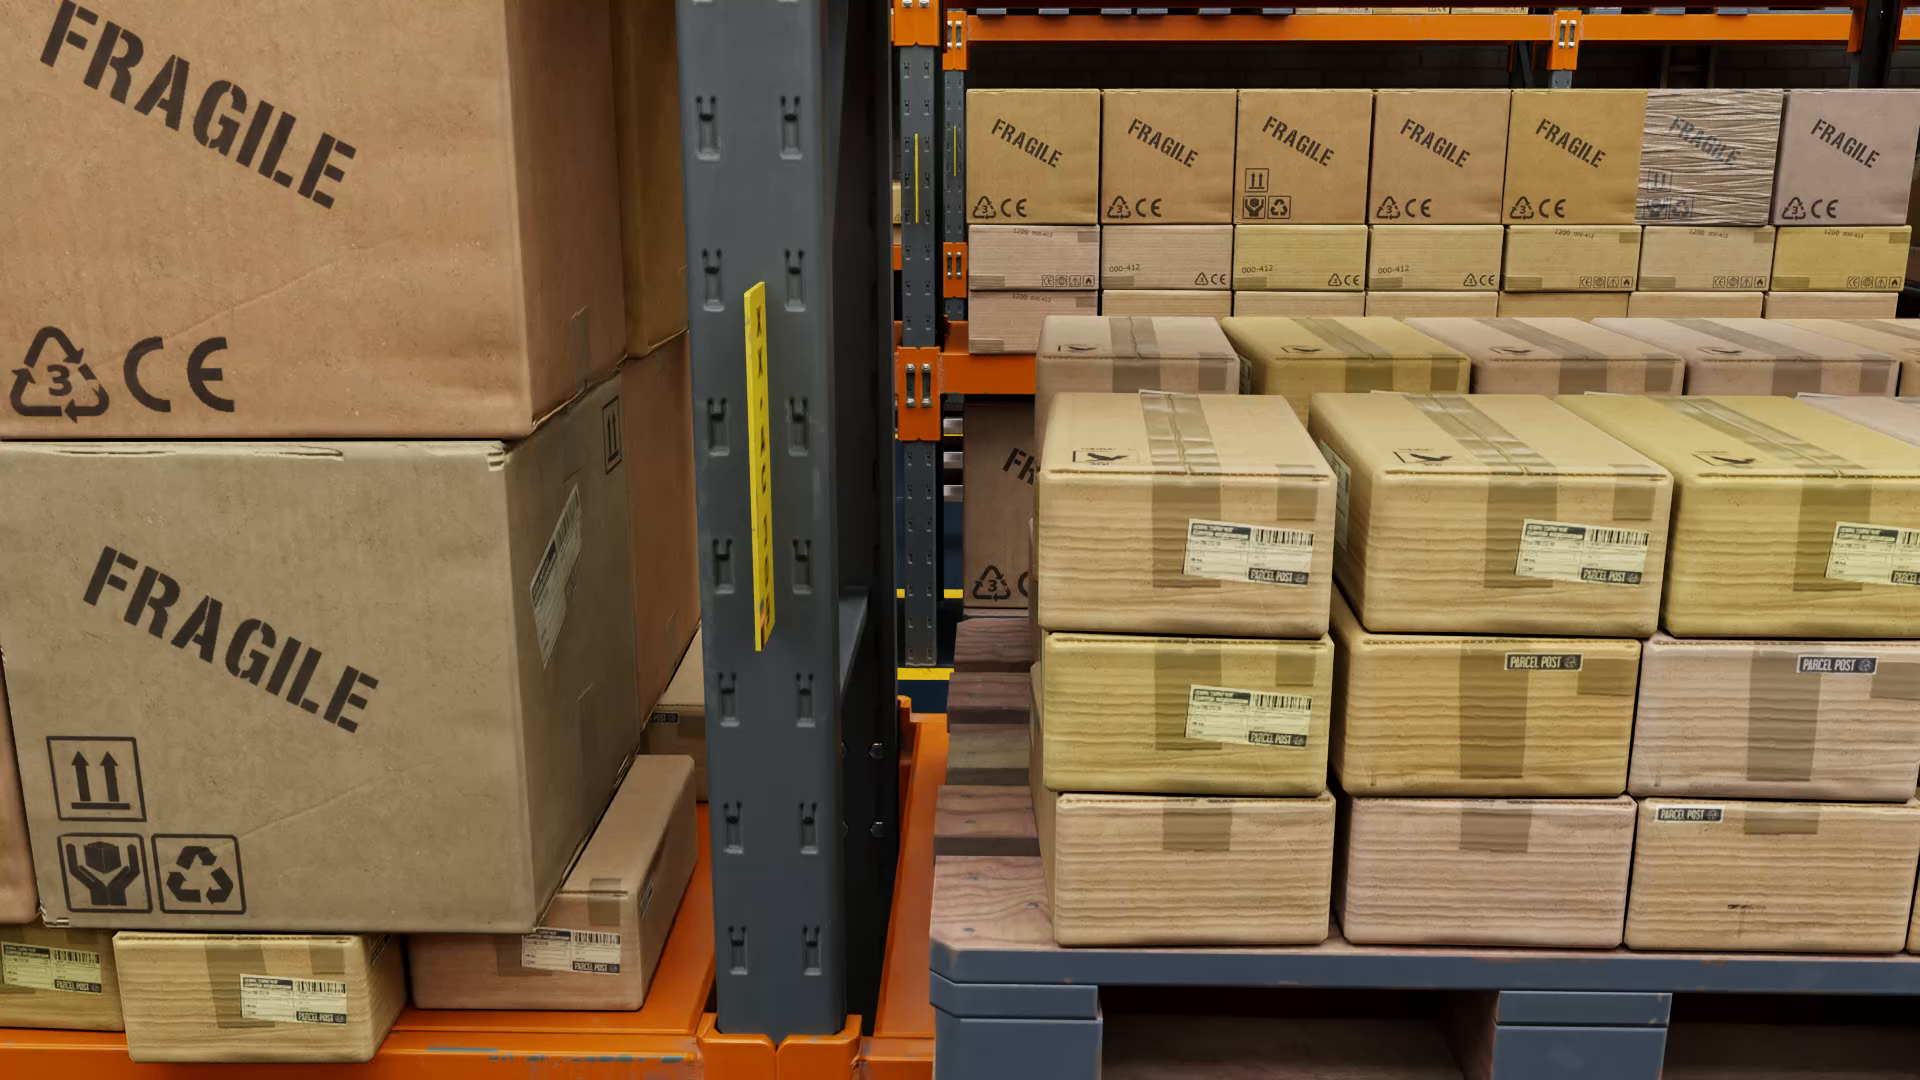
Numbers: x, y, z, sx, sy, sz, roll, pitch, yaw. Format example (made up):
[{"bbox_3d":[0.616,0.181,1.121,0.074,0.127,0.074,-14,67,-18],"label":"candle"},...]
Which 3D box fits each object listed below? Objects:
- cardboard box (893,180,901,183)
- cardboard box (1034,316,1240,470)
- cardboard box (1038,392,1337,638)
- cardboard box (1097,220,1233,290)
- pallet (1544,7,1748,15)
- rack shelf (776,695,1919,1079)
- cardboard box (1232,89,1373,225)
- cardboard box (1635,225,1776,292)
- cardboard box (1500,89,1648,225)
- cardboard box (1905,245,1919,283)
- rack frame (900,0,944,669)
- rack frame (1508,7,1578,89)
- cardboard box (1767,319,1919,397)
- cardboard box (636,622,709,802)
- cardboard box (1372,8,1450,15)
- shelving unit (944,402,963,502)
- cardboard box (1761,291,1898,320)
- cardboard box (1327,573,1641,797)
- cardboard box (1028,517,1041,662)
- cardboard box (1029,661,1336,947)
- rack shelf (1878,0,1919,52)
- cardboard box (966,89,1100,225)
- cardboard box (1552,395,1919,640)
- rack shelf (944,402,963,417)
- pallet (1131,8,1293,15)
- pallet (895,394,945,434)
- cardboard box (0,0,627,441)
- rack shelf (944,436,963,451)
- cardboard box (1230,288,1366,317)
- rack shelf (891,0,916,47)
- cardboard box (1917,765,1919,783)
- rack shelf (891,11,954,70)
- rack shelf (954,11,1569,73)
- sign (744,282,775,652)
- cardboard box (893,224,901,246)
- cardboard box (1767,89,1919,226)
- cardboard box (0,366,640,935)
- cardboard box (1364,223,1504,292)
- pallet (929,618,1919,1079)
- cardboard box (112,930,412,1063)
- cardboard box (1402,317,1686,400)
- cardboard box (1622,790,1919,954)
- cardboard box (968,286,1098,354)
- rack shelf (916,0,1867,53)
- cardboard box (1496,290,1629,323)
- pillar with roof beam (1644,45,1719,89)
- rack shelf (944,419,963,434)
[{"bbox_3d":[-0.515,-2.459,11.991,0.500,0.250,0.500,0,15,1],"label":"cardboard box"},{"bbox_3d":[0.231,-0.203,2.233,0.250,0.149,0.380,1,15,4],"label":"cardboard box"},{"bbox_3d":[0.207,-0.036,1.600,0.250,0.149,0.380,1,15,4],"label":"cardboard box"},{"bbox_3d":[0.805,-1.148,6.625,0.500,0.250,0.500,1,15,2],"label":"cardboard box"},{"bbox_3d":[4.652,-3.667,11.349,1.003,0.211,1.213,1,15,4],"label":"pallet"},{"bbox_3d":[1.824,0.574,2.194,4.000,0.370,1.077,0,15,1],"label":"rack shelf"},{"bbox_3d":[1.293,-1.505,6.509,0.500,0.500,0.500,0,15,0],"label":"cardboard box"},{"bbox_3d":[2.845,-1.134,6.571,0.500,0.250,0.500,0,15,0],"label":"cardboard box"},{"bbox_3d":[2.316,-1.498,6.483,0.500,0.500,0.500,0,15,1],"label":"cardboard box"},{"bbox_3d":[4.182,-1.163,7.038,0.250,0.149,0.380,1,15,3],"label":"cardboard box"},{"bbox_3d":[-0.150,-1.050,6.939,0.127,3.000,1.000,0,15,1],"label":"rack frame"},{"bbox_3d":[3.972,-2.290,11.638,0.127,3.000,1.000,0,15,1],"label":"rack frame"},{"bbox_3d":[1.266,-0.195,2.203,0.250,0.149,0.380,0,15,0],"label":"cardboard box"},{"bbox_3d":[-0.450,0.249,2.507,0.250,0.149,0.380,1,15,3],"label":"cardboard box"},{"bbox_3d":[2.950,-3.612,11.064,0.500,0.250,0.500,0,15,2],"label":"cardboard box"},{"bbox_3d":[-0.008,-0.435,8.725,0.210,0.900,0.258,0,15,1],"label":"shelving unit"},{"bbox_3d":[3.336,-0.888,6.621,0.500,0.250,0.500,0,15,-1],"label":"cardboard box"},{"bbox_3d":[0.466,0.109,1.633,0.250,0.149,0.380,0,15,0],"label":"cardboard box"},{"bbox_3d":[0.227,0.084,2.312,0.250,0.149,0.380,0,15,0],"label":"cardboard box"},{"bbox_3d":[0.207,0.252,1.676,0.250,0.149,0.380,0,15,-1],"label":"cardboard box"},{"bbox_3d":[5.848,-2.113,6.500,4.000,0.370,1.077,0,15,1],"label":"rack shelf"},{"bbox_3d":[0.282,-1.505,6.510,0.500,0.500,0.500,1,15,2],"label":"cardboard box"},{"bbox_3d":[0.742,-0.034,1.590,0.250,0.149,0.380,1,15,2],"label":"cardboard box"},{"bbox_3d":[-0.008,-0.664,8.665,0.200,0.077,0.258,0,15,1],"label":"rack shelf"},{"bbox_3d":[1.660,-3.647,11.272,1.003,0.211,1.213,0,15,1],"label":"pallet"},{"bbox_3d":[-0.714,-0.972,12.111,1.213,0.211,1.003,0,15,1],"label":"pallet"},{"bbox_3d":[-0.652,-0.396,1.724,0.500,0.500,0.500,0,15,-1],"label":"cardboard box"},{"bbox_3d":[-0.008,-0.490,8.711,0.200,0.077,0.258,0,15,1],"label":"rack shelf"},{"bbox_3d":[1.312,-0.897,6.653,0.500,0.250,0.500,0,15,1],"label":"cardboard box"},{"bbox_3d":[-2.149,-2.165,6.697,4.000,0.370,1.077,0,15,1],"label":"rack shelf"},{"bbox_3d":[0.984,0.112,1.622,0.250,0.149,0.380,0,15,-1],"label":"cardboard box"},{"bbox_3d":[-2.026,-3.431,11.495,4.000,0.370,1.077,0,15,1],"label":"rack shelf"},{"bbox_3d":[1.972,-3.405,11.397,4.000,0.370,1.077,0,15,1],"label":"rack shelf"},{"bbox_3d":[-0.182,-0.067,1.517,0.005,0.325,0.100,0,15,1],"label":"sign"},{"bbox_3d":[-0.352,-2.132,11.533,0.250,0.149,0.380,1,15,2],"label":"cardboard box"},{"bbox_3d":[3.325,-1.492,6.460,0.500,0.500,0.500,0,15,0],"label":"cardboard box"},{"bbox_3d":[-0.666,0.090,1.840,0.500,0.500,0.500,0,15,2],"label":"cardboard box"},{"bbox_3d":[1.814,-1.135,6.576,0.500,0.250,0.500,0,15,0],"label":"cardboard box"},{"bbox_3d":[0.585,0.348,2.017,1.213,0.211,1.003,0,15,1],"label":"pallet"},{"bbox_3d":[-0.727,0.419,1.866,0.250,0.149,0.380,0,15,0],"label":"cardboard box"},{"bbox_3d":[0.758,-0.199,2.219,0.250,0.149,0.380,0,15,0],"label":"cardboard box"},{"bbox_3d":[0.734,0.254,1.665,0.250,0.149,0.380,0,15,2],"label":"cardboard box"},{"bbox_3d":[0.283,-0.907,6.692,0.500,0.250,0.500,0,15,0],"label":"cardboard box"},{"bbox_3d":[1.849,-2.139,6.599,4.000,0.370,1.077,0,15,1],"label":"rack shelf"},{"bbox_3d":[2.322,-0.895,6.646,0.500,0.250,0.500,0,15,1],"label":"cardboard box"},{"bbox_3d":[5.188,-4.314,7.551,0.400,9.000,9.100,0,15,1],"label":"pillar with roof beam"},{"bbox_3d":[-0.008,-0.577,8.688,0.200,0.077,0.258,0,15,1],"label":"rack shelf"}]
